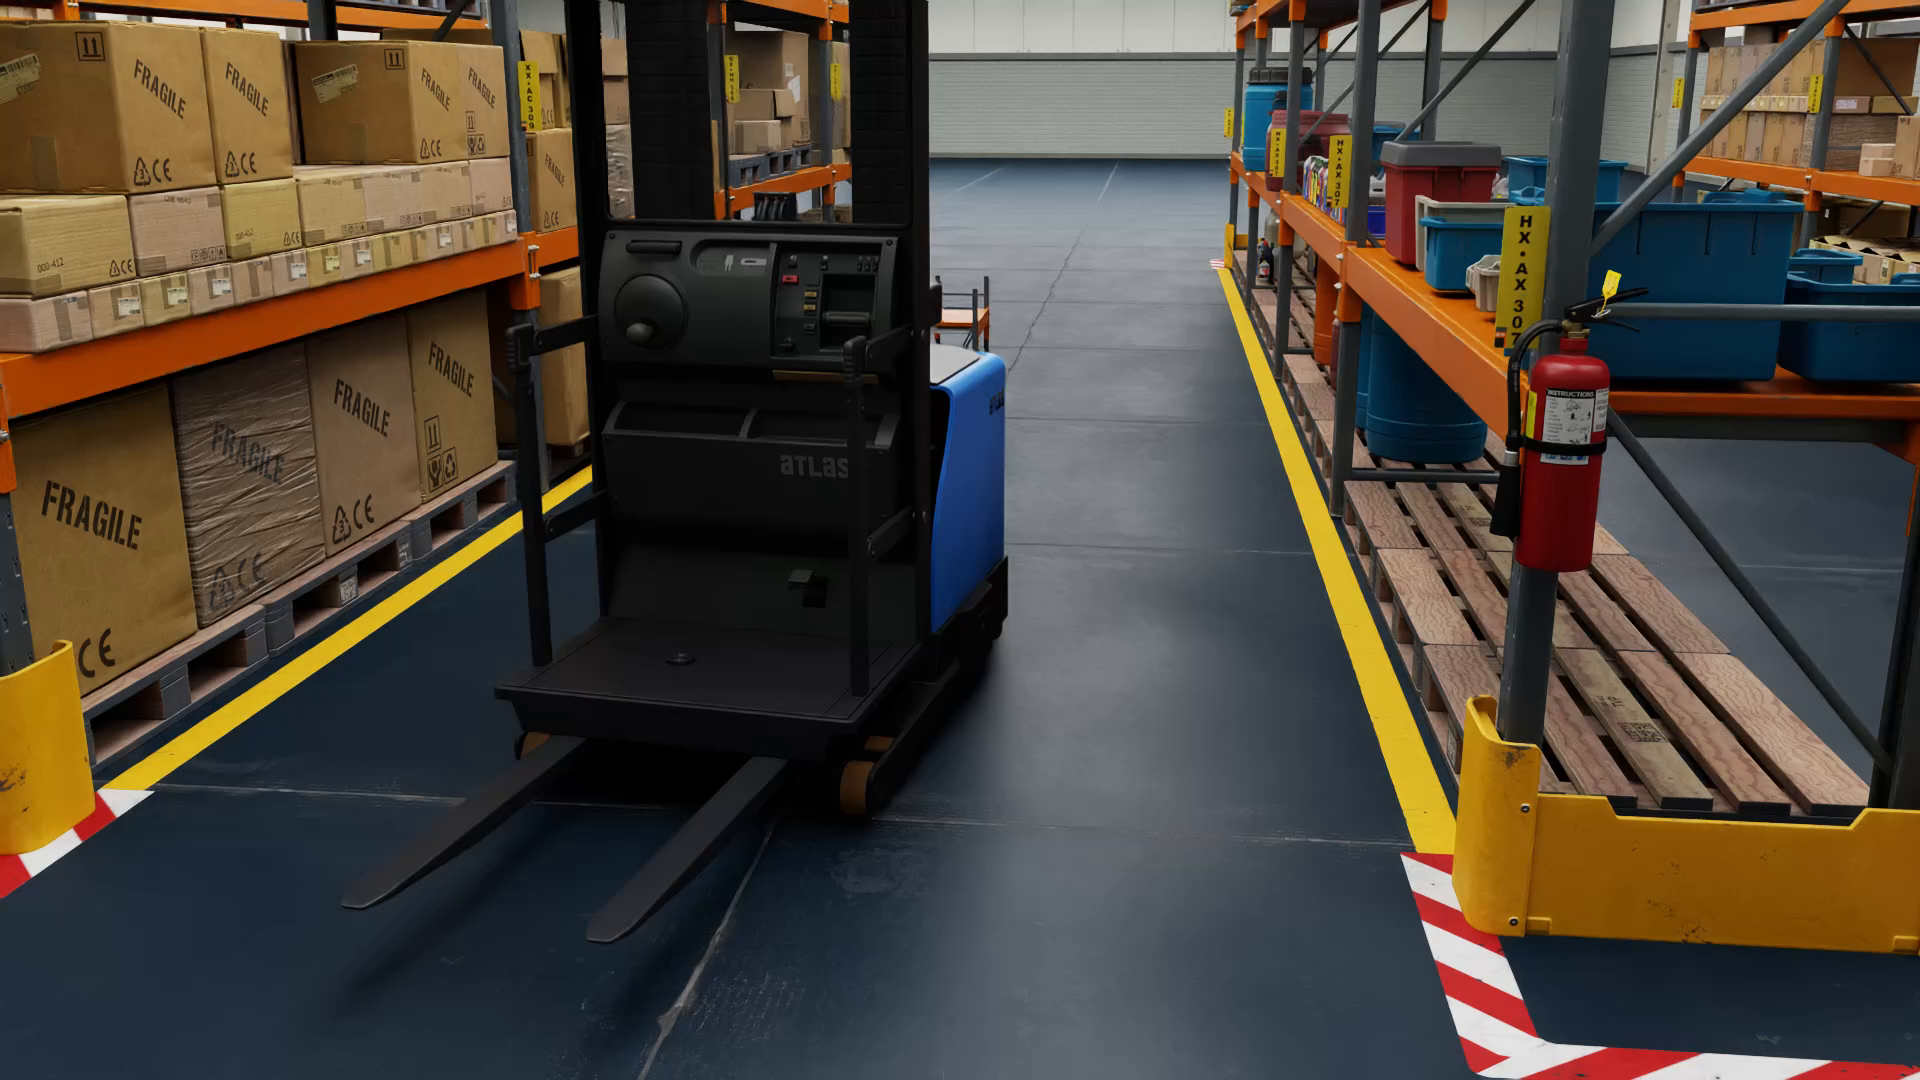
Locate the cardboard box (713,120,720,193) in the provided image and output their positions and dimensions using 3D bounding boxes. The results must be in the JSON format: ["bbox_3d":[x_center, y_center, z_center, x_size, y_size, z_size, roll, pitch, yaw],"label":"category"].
[{"bbox_3d":[-1.982,-2.648,11.517,0.500,0.500,0.500,2,15,8],"label":"cardboard box"}]

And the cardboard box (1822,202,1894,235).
[{"bbox_3d":[8.533,-2.958,15.881,0.500,0.500,0.500,2,15,6],"label":"cardboard box"}]

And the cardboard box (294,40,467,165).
[{"bbox_3d":[-2.471,-1.874,7.126,0.500,0.500,0.500,2,15,7],"label":"cardboard box"}]

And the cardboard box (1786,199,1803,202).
[{"bbox_3d":[8.077,-3.103,16.417,0.500,0.500,0.500,2,15,6],"label":"cardboard box"}]

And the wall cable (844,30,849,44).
[{"bbox_3d":[-2.561,-17.853,49.931,2.305,6.003,0.169,2,15,6],"label":"wall cable"}]

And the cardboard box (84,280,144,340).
[{"bbox_3d":[-2.680,-0.688,4.940,0.380,0.149,0.250,1,15,5],"label":"cardboard box"}]

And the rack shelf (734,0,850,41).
[{"bbox_3d":[-1.496,-5.392,17.487,1.077,0.370,4.000,2,15,6],"label":"rack shelf"}]

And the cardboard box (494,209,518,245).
[{"bbox_3d":[-2.333,-1.488,7.898,0.380,0.149,0.250,2,15,7],"label":"cardboard box"}]

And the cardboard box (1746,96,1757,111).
[{"bbox_3d":[8.140,-4.384,16.696,0.380,0.149,0.250,2,15,7],"label":"cardboard box"}]

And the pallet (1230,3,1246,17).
[{"bbox_3d":[3.461,-5.809,18.014,1.003,0.211,1.213,2,15,6],"label":"pallet"}]

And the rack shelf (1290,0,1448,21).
[{"bbox_3d":[2.523,-3.171,9.275,1.077,0.370,4.000,2,15,6],"label":"rack shelf"}]

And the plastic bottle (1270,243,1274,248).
[{"bbox_3d":[3.173,-2.876,16.912,0.061,0.283,0.133,2,15,6],"label":"plastic bottle"}]

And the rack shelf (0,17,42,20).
[{"bbox_3d":[-11.342,-5.684,18.567,1.077,0.370,4.000,2,15,6],"label":"rack shelf"}]

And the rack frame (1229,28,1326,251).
[{"bbox_3d":[3.651,-4.664,19.164,1.000,3.000,0.127,2,15,6],"label":"rack frame"}]

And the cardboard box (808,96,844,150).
[{"bbox_3d":[-1.609,-4.079,16.240,0.875,0.500,0.500,2,15,6],"label":"cardboard box"}]

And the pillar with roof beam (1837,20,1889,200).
[{"bbox_3d":[11.352,-10.300,28.515,9.100,9.000,0.400,2,15,6],"label":"pillar with roof beam"}]

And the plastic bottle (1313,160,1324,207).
[{"bbox_3d":[2.240,-2.217,10.337,0.061,0.283,0.133,2,15,6],"label":"plastic bottle"}]

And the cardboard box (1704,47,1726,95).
[{"bbox_3d":[8.501,-5.057,17.941,0.700,0.500,0.500,2,15,6],"label":"cardboard box"}]

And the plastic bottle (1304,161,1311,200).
[{"bbox_3d":[2.338,-2.395,11.019,0.097,0.271,0.097,0,15,0],"label":"plastic bottle"}]

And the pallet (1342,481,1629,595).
[{"bbox_3d":[2.253,-0.014,7.308,1.003,0.211,1.213,2,15,6],"label":"pallet"}]

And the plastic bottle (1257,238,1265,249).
[{"bbox_3d":[3.045,-2.869,16.758,0.144,0.351,0.185,2,15,6],"label":"plastic bottle"}]

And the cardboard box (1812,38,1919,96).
[{"bbox_3d":[8.165,-4.269,15.028,0.700,0.500,0.500,2,15,7],"label":"cardboard box"}]

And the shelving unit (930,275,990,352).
[{"bbox_3d":[-0.019,-0.536,7.347,0.258,1.200,0.503,2,15,6],"label":"shelving unit"}]

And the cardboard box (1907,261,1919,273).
[{"bbox_3d":[7.596,-1.997,12.691,0.500,0.311,0.500,2,15,6],"label":"cardboard box"}]

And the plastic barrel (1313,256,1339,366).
[{"bbox_3d":[2.710,-1.617,11.248,0.600,0.830,0.708,2,15,6],"label":"plastic barrel"}]

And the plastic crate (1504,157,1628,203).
[{"bbox_3d":[2.584,-1.442,7.163,0.392,0.384,0.575,2,15,6],"label":"plastic crate"}]

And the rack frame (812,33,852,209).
[{"bbox_3d":[-1.270,-4.810,19.703,1.000,3.000,0.127,2,15,6],"label":"rack frame"}]

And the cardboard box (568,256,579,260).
[{"bbox_3d":[-2.472,-1.273,9.889,1.225,0.875,0.875,1,15,4],"label":"cardboard box"}]

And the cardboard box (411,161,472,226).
[{"bbox_3d":[-2.469,-1.512,7.225,0.500,0.250,0.500,2,15,8],"label":"cardboard box"}]

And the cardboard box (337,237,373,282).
[{"bbox_3d":[-2.507,-1.088,6.421,0.380,0.149,0.250,2,15,7],"label":"cardboard box"}]

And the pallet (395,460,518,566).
[{"bbox_3d":[-2.787,-0.157,7.837,1.003,0.211,1.213,2,15,6],"label":"pallet"}]

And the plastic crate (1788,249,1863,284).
[{"bbox_3d":[2.275,-0.687,4.664,0.416,0.233,0.300,2,15,6],"label":"plastic crate"}]

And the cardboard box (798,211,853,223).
[{"bbox_3d":[-1.480,-3.327,18.202,0.500,0.500,0.500,3,15,11],"label":"cardboard box"}]

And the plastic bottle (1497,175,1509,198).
[{"bbox_3d":[2.664,-1.620,8.001,0.144,0.351,0.185,2,15,6],"label":"plastic bottle"}]

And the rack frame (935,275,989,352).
[{"bbox_3d":[0.009,-0.600,7.581,0.240,1.200,0.015,2,15,6],"label":"rack frame"}]

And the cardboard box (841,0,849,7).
[{"bbox_3d":[-1.361,-5.395,16.406,0.500,0.250,0.500,2,15,6],"label":"cardboard box"}]

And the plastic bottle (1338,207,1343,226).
[{"bbox_3d":[2.119,-1.829,8.917,0.152,0.276,0.135,2,15,6],"label":"plastic bottle"}]

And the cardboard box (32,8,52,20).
[{"bbox_3d":[-10.938,-6.194,19.558,0.380,0.149,0.250,2,15,8],"label":"cardboard box"}]

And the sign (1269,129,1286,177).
[{"bbox_3d":[2.201,-2.682,11.522,0.100,0.325,0.005,2,15,6],"label":"sign"}]

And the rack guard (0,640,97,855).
[{"bbox_3d":[-3.078,0.553,4.660,1.175,0.500,0.348,2,15,6],"label":"rack guard"}]

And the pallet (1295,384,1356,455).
[{"bbox_3d":[2.561,-0.722,9.927,1.003,0.211,1.213,2,15,6],"label":"pallet"}]

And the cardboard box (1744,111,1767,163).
[{"bbox_3d":[8.335,-4.043,16.676,0.700,0.500,0.500,2,15,8],"label":"cardboard box"}]

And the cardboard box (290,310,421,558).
[{"bbox_3d":[-2.879,-0.472,6.928,0.875,0.875,0.875,2,15,6],"label":"cardboard box"}]

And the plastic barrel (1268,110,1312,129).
[{"bbox_3d":[2.874,-3.450,14.416,0.433,0.535,0.433,0,15,0],"label":"plastic barrel"}]

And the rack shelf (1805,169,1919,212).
[{"bbox_3d":[7.896,-2.614,12.960,1.077,0.370,4.000,2,15,6],"label":"rack shelf"}]

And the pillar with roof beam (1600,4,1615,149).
[{"bbox_3d":[13.383,-14.969,45.780,9.100,9.000,0.400,2,15,6],"label":"pillar with roof beam"}]

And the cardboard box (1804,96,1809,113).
[{"bbox_3d":[7.969,-3.982,15.207,0.380,0.149,0.250,1,15,5],"label":"cardboard box"}]

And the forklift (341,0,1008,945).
[{"bbox_3d":[-0.691,-0.734,4.762,1.130,2.935,3.031,4,16,14],"label":"forklift"}]

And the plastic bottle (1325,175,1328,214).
[{"bbox_3d":[2.200,-2.062,9.634,0.144,0.351,0.185,2,15,6],"label":"plastic bottle"}]

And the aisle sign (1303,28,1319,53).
[{"bbox_3d":[3.955,-5.929,18.861,0.394,0.787,0.004,2,15,6],"label":"aisle sign"}]
